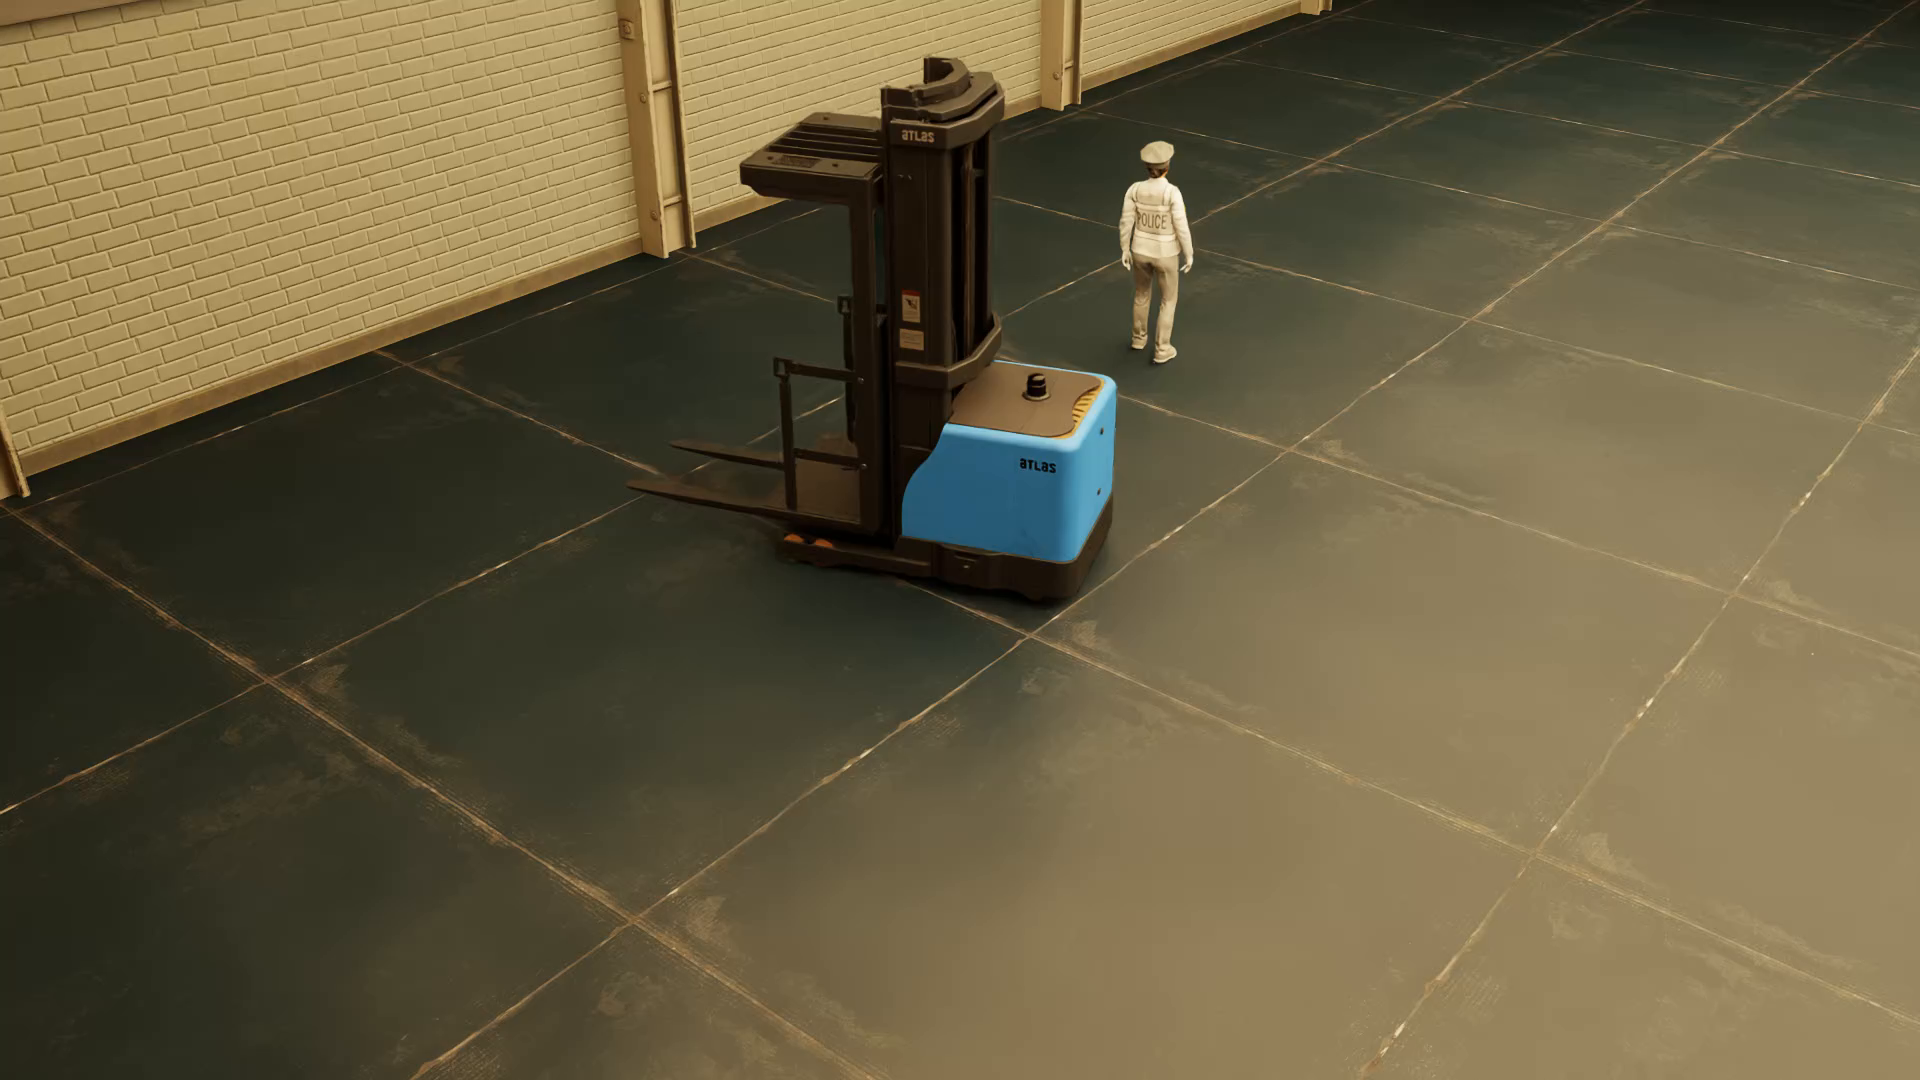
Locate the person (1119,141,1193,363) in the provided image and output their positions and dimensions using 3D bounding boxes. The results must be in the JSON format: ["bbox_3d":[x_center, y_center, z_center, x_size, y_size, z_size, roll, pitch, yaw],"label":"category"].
[{"bbox_3d":[1.507,-2.175,12.591,0.566,1.715,0.455,16,34,25],"label":"person"}]

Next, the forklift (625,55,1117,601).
[{"bbox_3d":[-0.613,-1.341,9.890,3.031,2.935,1.130,10,32,16],"label":"forklift"}]
